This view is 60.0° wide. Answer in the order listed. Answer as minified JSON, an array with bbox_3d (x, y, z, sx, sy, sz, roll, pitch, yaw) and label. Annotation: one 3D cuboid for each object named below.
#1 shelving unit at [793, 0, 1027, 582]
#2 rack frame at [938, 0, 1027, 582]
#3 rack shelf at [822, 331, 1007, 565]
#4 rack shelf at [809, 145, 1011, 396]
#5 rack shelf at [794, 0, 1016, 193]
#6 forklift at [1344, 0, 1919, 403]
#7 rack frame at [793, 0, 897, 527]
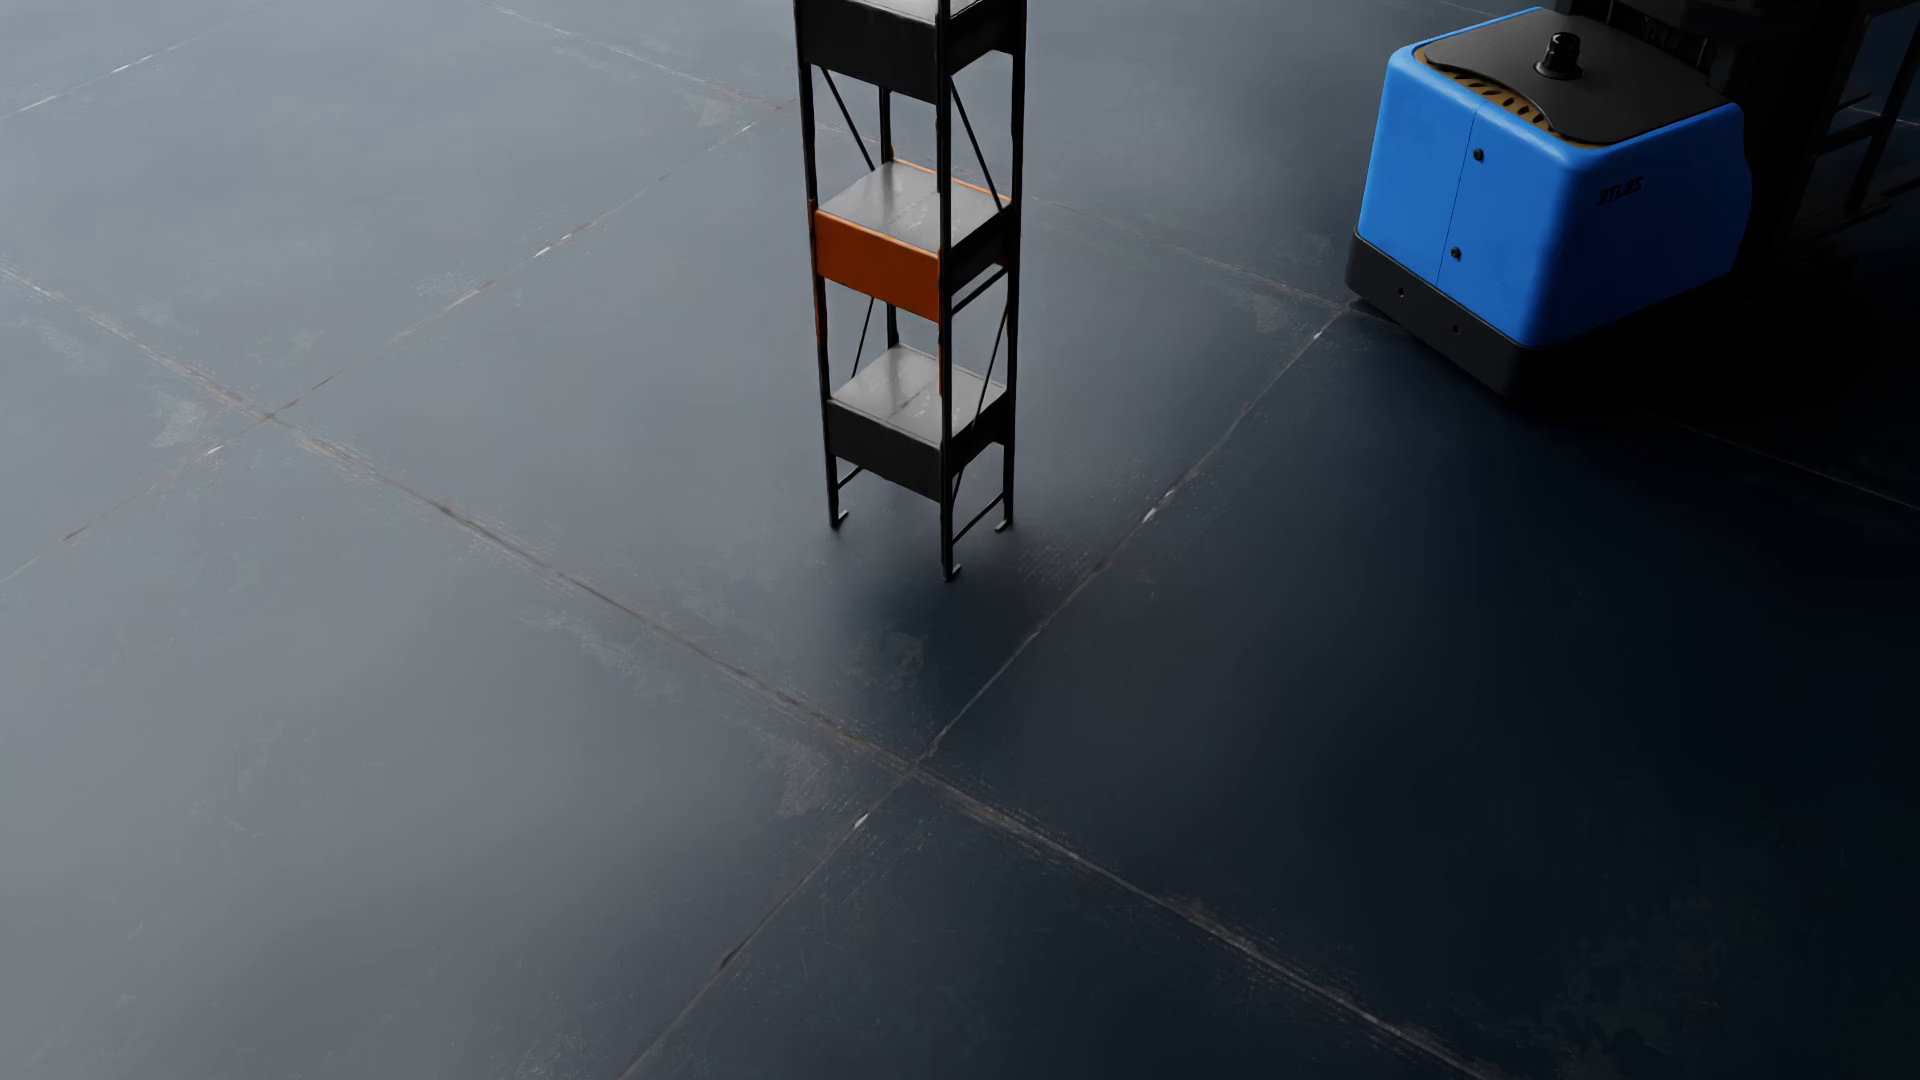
[{"bbox_3d":[-0.136,-0.846,5.121,0.503,2.100,0.431,25,48,25],"label":"shelving unit"},{"bbox_3d":[0.064,-0.752,5.016,0.015,2.100,0.400,25,48,25],"label":"rack frame"},{"bbox_3d":[-0.136,-0.314,5.597,0.480,0.518,0.431,25,48,25],"label":"rack shelf"},{"bbox_3d":[-0.136,-0.836,5.130,0.480,0.518,0.431,25,48,25],"label":"rack shelf"},{"bbox_3d":[-0.136,-1.357,4.663,0.480,0.518,0.431,25,48,25],"label":"rack shelf"},{"bbox_3d":[3.107,-2.345,6.172,3.031,2.935,1.130,-22,46,-23],"label":"forklift"},{"bbox_3d":[-0.335,-0.939,5.225,0.015,2.100,0.400,25,48,25],"label":"rack frame"}]
